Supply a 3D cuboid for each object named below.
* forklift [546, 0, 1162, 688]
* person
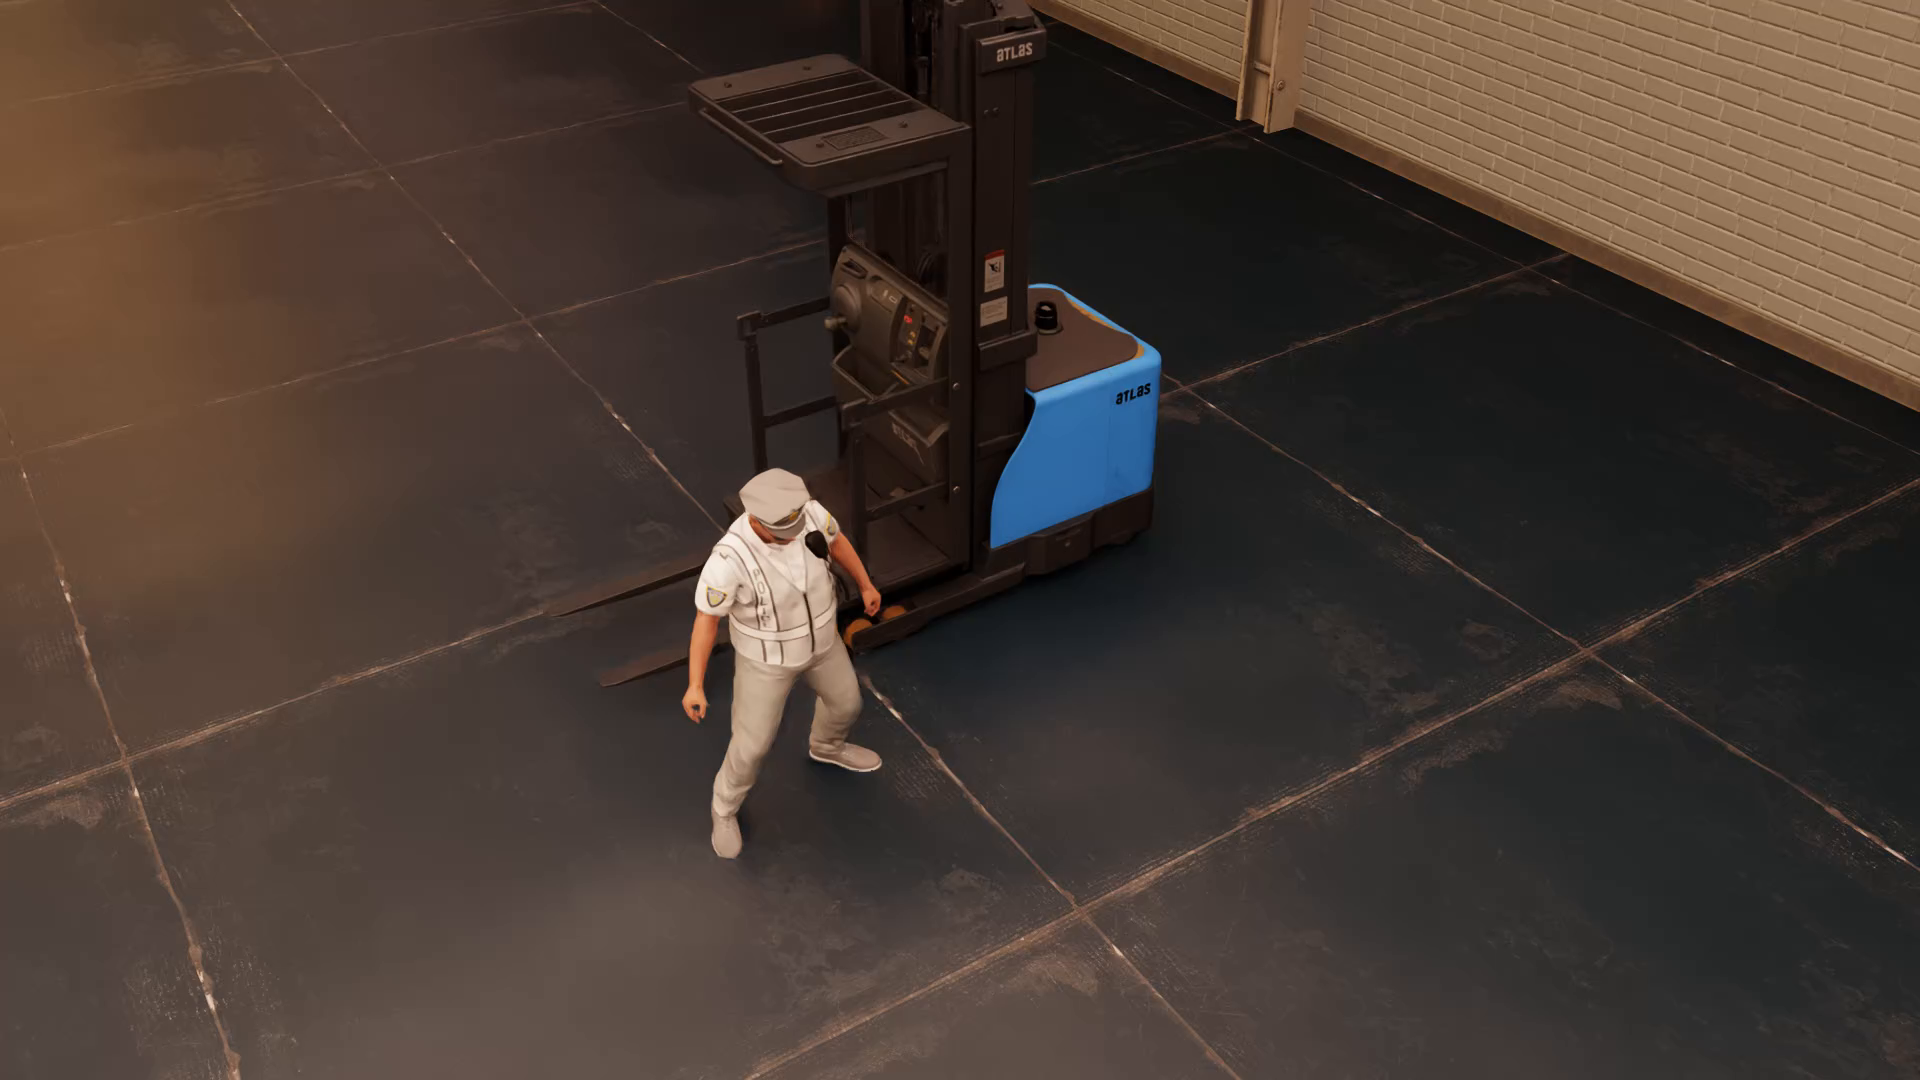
[{"bbox_3d":[-0.507,-1.002,7.574,3.031,2.935,1.130,-21,40,-27],"label":"forklift"},{"bbox_3d":[-0.694,0.430,6.635,0.947,1.714,0.451,-28,43,-33],"label":"person"}]
